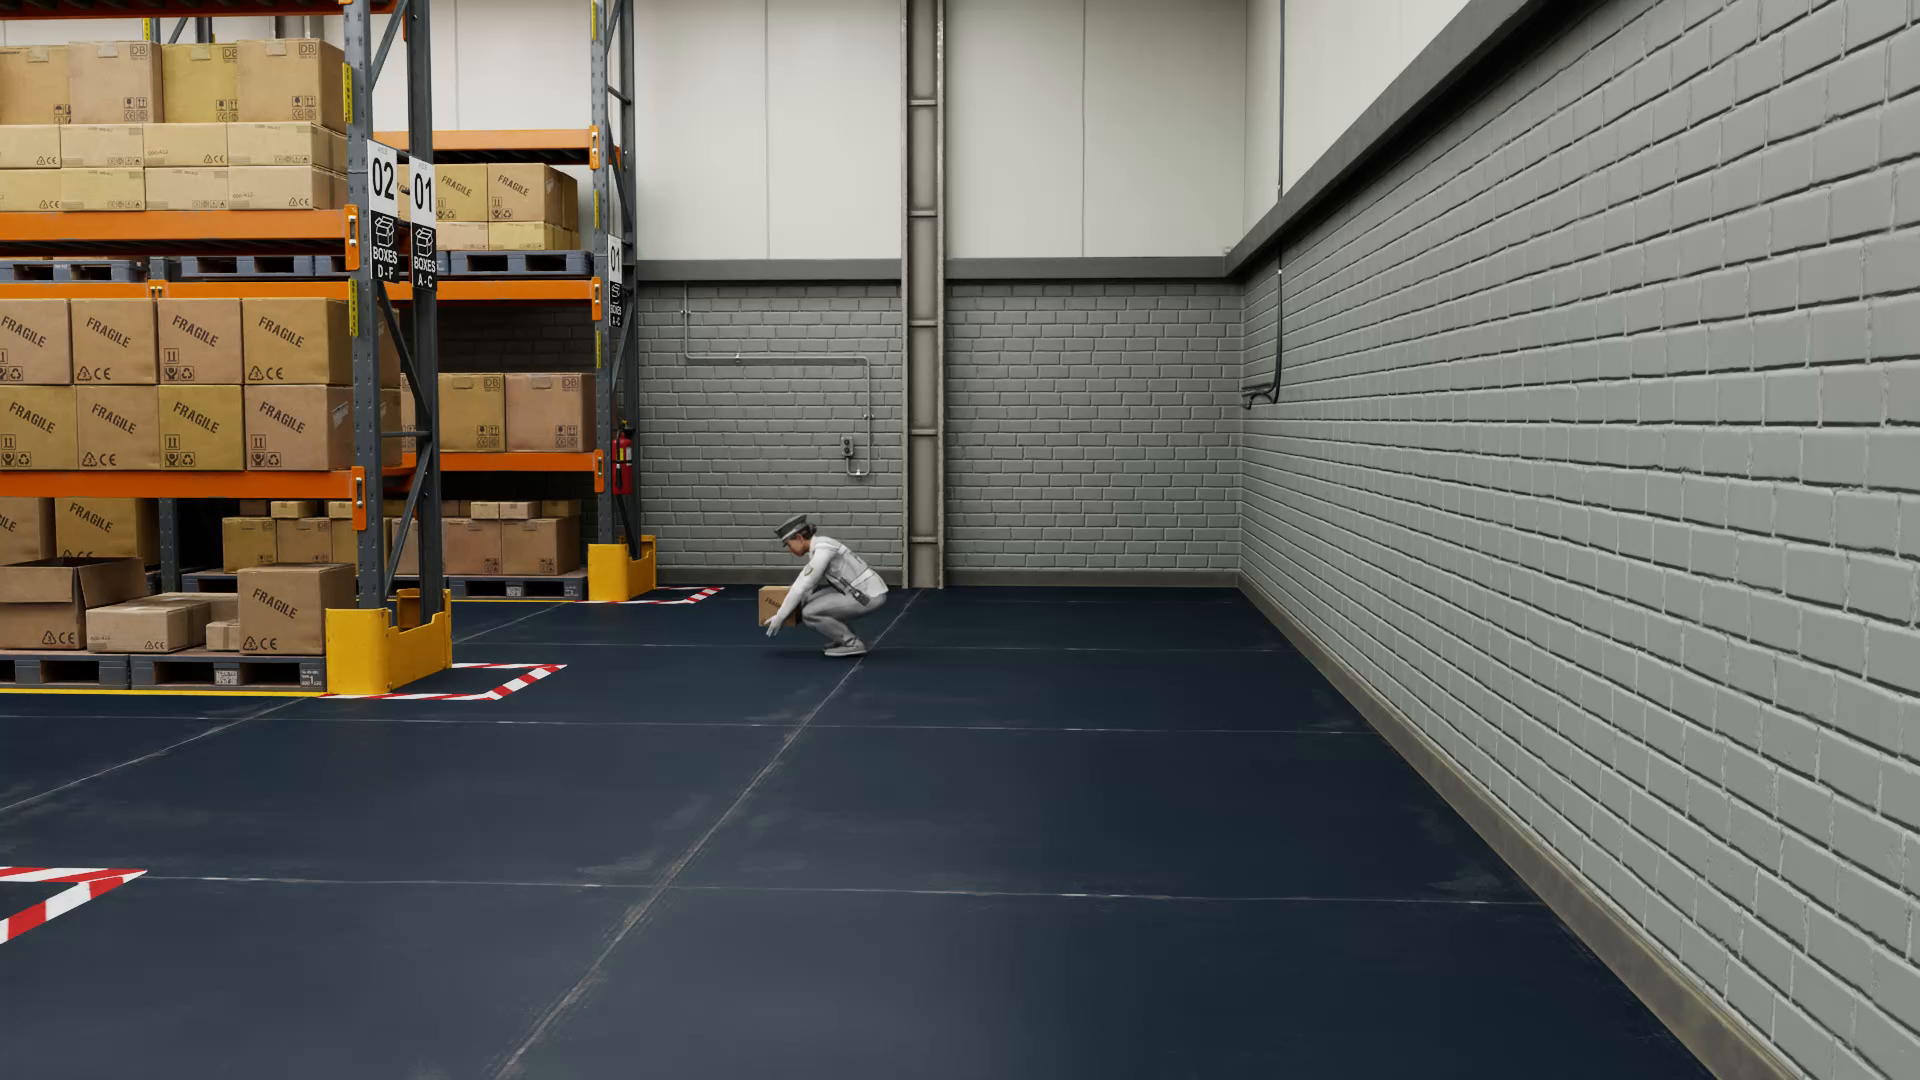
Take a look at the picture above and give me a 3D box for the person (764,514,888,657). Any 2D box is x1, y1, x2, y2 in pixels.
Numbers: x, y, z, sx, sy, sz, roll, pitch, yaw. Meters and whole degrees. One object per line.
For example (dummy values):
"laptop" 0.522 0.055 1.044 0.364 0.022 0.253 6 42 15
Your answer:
"person" -0.904 0.305 11.333 0.826 0.970 0.489 0 4 3
